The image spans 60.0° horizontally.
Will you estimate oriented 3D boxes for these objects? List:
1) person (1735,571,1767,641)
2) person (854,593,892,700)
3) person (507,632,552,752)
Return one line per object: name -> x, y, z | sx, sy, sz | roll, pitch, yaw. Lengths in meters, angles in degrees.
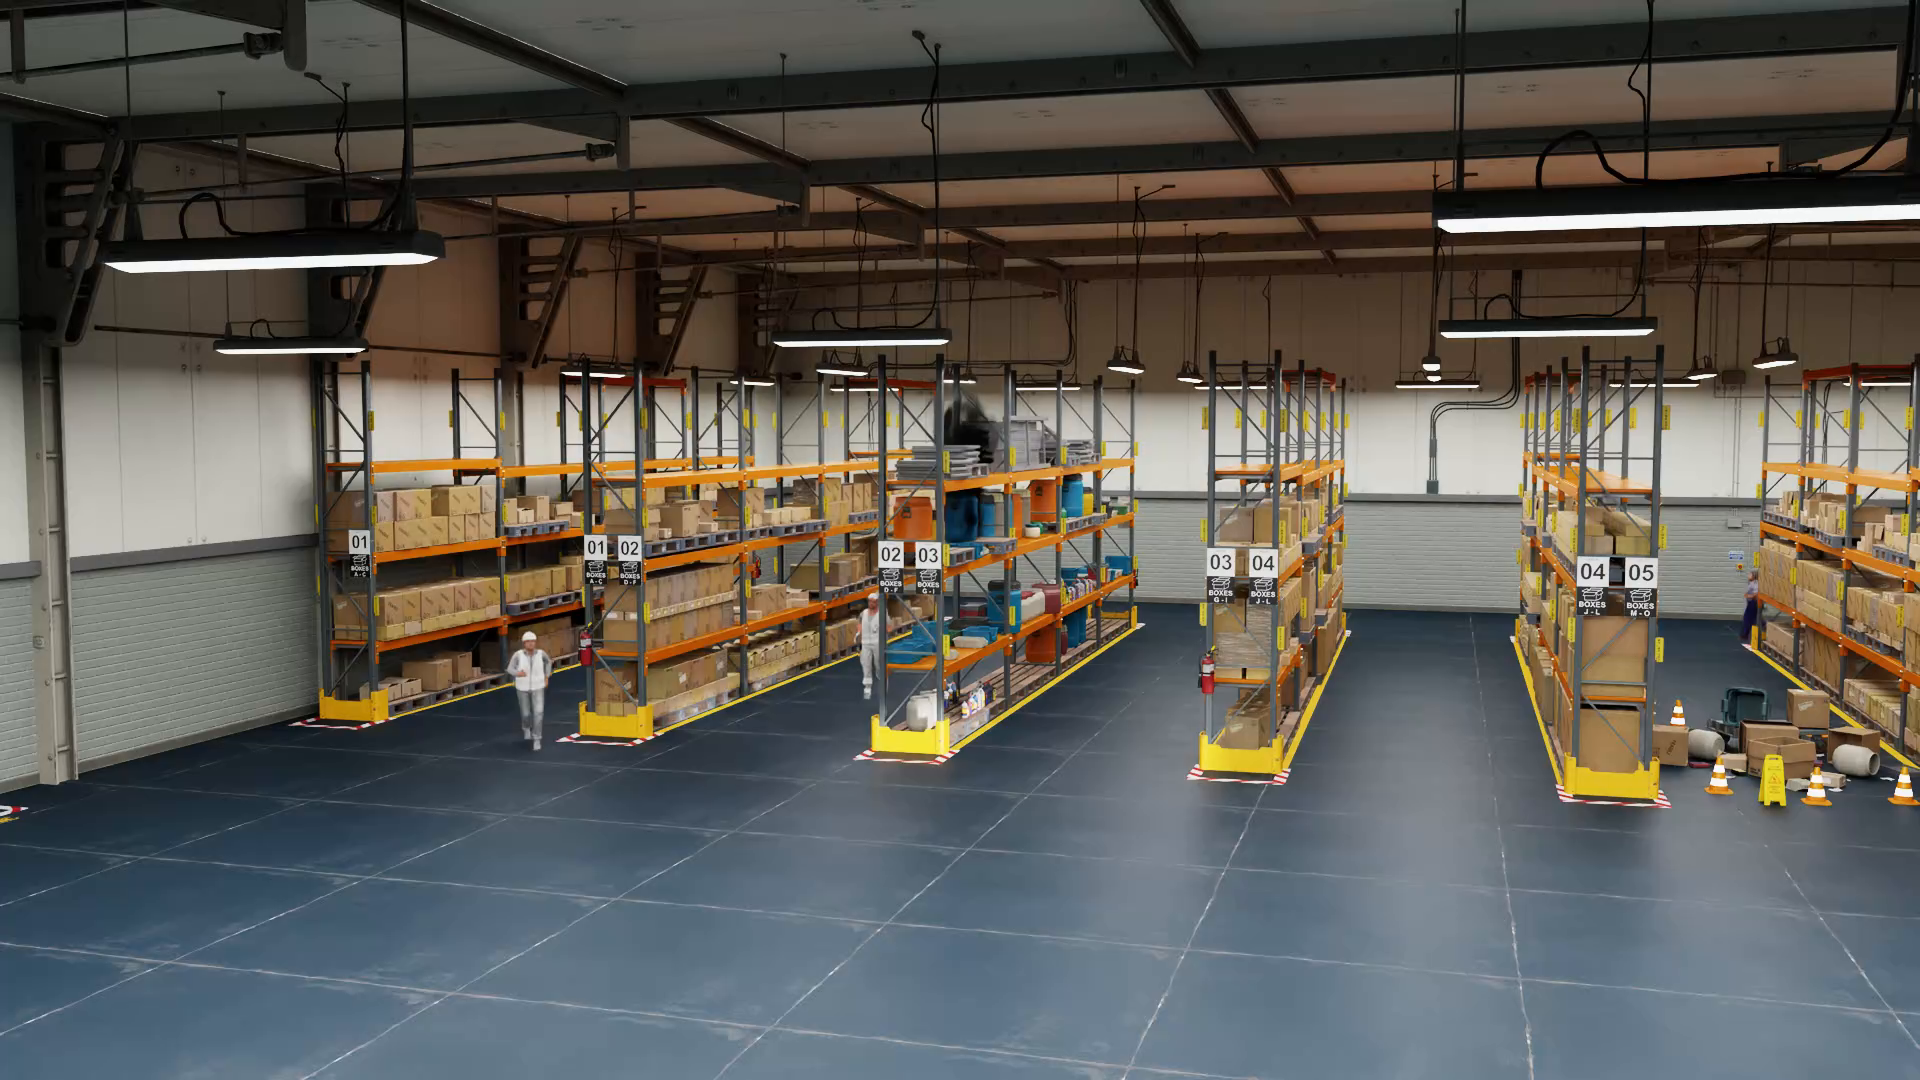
person -> 18.004, 1.528, 37.569 | 0.860, 1.668, 0.621 | 2, 4, 24
person -> -1.482, 1.805, 28.211 | 0.667, 1.797, 0.893 | 1, 4, 12
person -> -6.615, 2.294, 25.599 | 0.687, 1.793, 0.931 | -1, 4, -17
